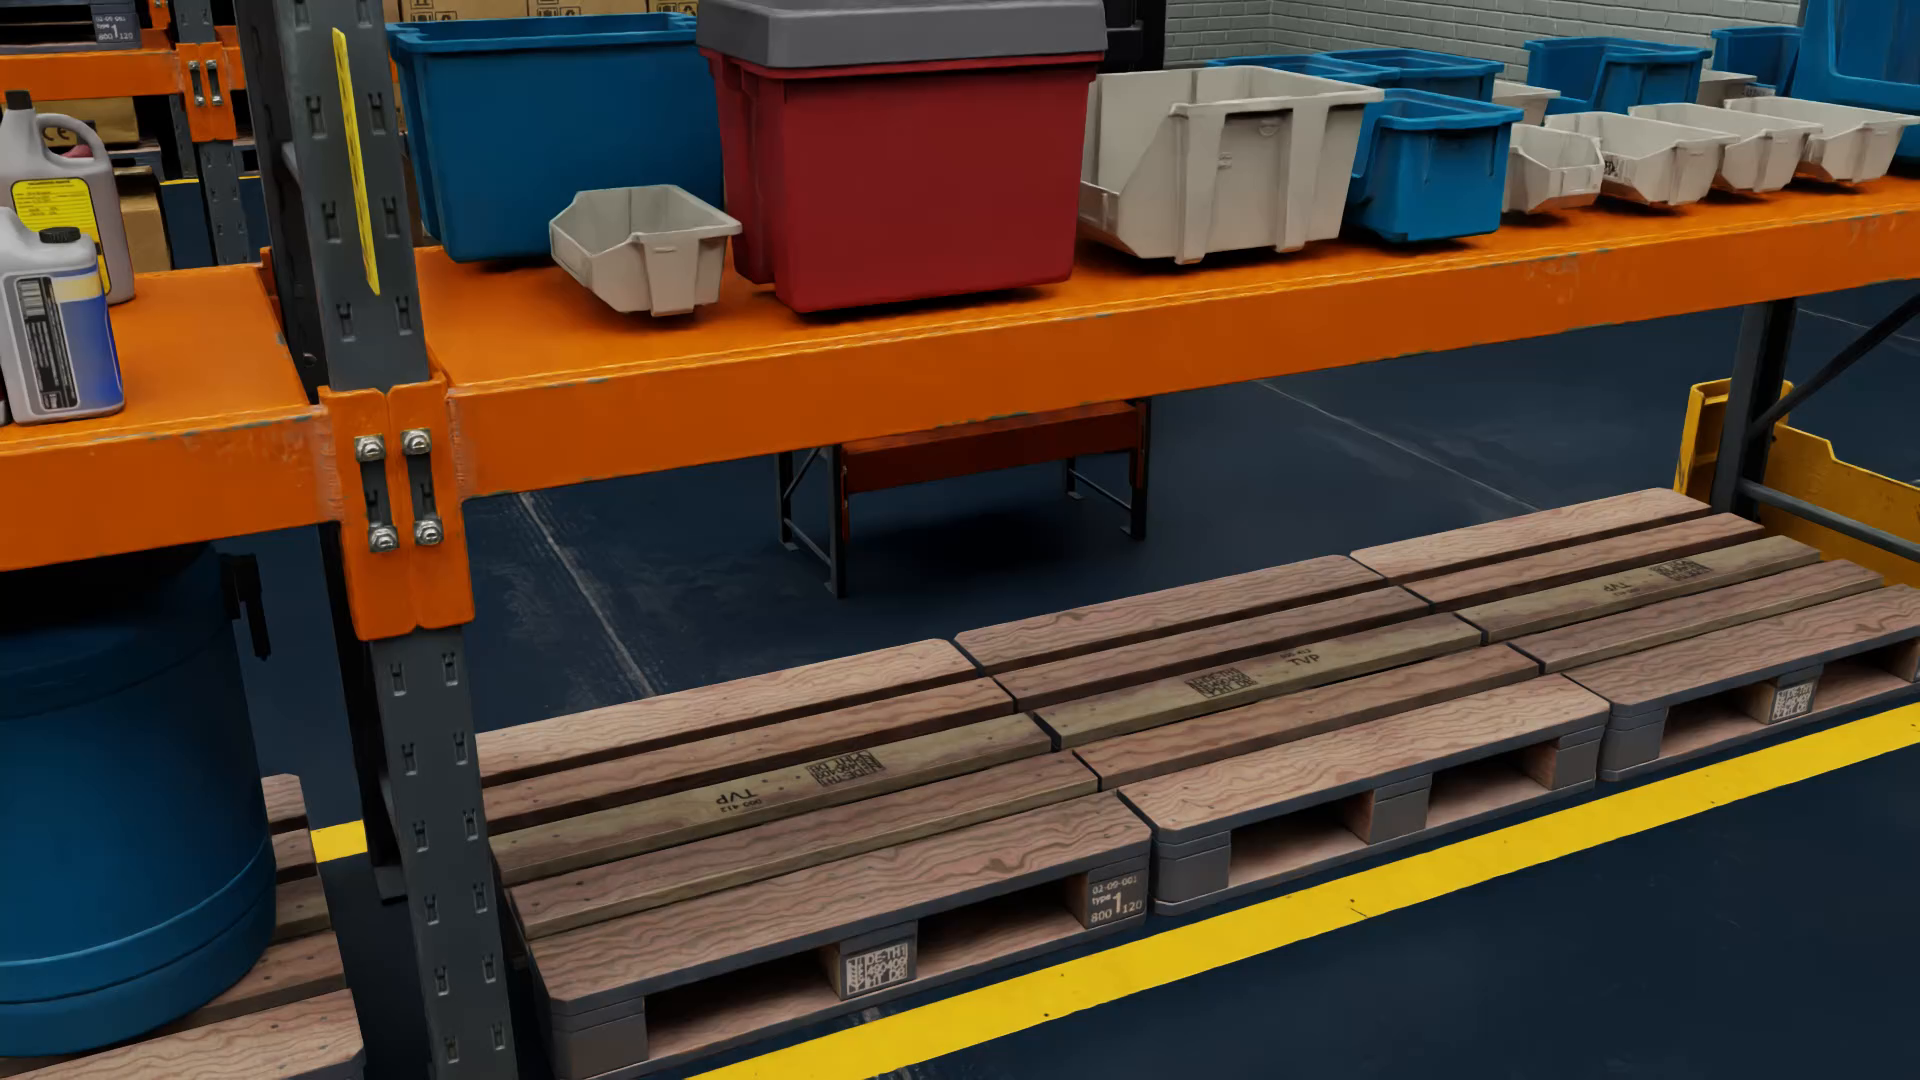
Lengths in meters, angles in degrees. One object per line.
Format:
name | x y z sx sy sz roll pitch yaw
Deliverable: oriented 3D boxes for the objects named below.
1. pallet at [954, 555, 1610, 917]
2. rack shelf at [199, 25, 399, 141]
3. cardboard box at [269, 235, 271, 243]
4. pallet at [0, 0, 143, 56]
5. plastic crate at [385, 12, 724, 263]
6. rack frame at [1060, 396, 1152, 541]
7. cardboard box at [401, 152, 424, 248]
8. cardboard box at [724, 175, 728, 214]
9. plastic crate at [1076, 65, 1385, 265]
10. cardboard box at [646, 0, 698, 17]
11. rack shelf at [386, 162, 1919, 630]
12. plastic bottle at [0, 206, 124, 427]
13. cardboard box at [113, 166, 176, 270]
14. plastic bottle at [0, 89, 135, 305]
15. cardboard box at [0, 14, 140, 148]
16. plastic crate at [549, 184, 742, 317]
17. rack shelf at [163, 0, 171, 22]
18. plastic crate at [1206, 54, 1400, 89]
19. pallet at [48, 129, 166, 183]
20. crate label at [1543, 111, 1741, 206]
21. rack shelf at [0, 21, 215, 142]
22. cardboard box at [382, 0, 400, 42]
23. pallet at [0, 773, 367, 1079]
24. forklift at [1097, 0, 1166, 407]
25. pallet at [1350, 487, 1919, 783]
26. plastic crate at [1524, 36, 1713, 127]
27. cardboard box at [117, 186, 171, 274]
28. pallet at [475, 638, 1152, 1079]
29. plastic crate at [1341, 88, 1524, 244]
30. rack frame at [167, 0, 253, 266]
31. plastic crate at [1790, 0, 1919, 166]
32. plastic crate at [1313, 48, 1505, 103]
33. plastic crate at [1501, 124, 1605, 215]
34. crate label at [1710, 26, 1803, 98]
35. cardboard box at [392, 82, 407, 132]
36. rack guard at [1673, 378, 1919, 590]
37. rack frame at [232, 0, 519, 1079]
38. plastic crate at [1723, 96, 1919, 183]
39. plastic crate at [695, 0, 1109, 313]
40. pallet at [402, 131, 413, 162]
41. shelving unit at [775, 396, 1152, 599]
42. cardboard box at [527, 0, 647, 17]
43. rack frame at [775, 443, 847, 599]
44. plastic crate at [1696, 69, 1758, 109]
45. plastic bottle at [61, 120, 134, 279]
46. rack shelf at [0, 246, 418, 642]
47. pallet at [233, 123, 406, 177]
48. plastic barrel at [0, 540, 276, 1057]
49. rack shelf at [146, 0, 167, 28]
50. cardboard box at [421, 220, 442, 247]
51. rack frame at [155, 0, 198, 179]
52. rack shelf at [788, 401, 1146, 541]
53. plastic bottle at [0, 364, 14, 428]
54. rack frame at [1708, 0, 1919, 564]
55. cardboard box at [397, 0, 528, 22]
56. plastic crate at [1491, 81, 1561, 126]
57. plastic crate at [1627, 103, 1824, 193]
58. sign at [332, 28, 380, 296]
pallet | 0.734 0.403 4.000 1.213 0.211 1.003 -10 25 -24
rack shelf | -1.355 -2.253 7.711 4.000 0.370 1.077 -10 25 -24
cardboard box | -2.685 -1.210 7.190 0.500 0.311 0.500 -10 25 -24
pallet | -3.925 -2.070 6.579 1.213 0.211 1.003 -10 25 -24
plastic crate | -0.740 -0.761 3.109 0.575 0.384 0.392 -10 25 -24
rack frame | 0.464 -0.605 5.241 0.032 1.125 0.500 -10 25 -24
cardboard box | -2.767 -1.494 7.631 0.500 0.500 0.500 -10 25 -24
cardboard box | -1.467 -1.617 7.923 0.637 0.503 0.797 -10 25 -24
plastic crate | 0.444 -0.709 3.116 0.530 0.282 0.437 -10 25 -24
cardboard box | -1.210 -2.543 7.342 0.500 0.500 0.500 -11 25 -24
rack shelf | 0.790 -0.545 3.586 4.000 0.370 1.077 -10 25 -24
plastic bottle | -1.227 -0.312 2.243 0.135 0.276 0.152 -10 25 -24
cardboard box | -3.699 -1.306 7.175 0.500 0.500 0.500 -12 25 -26
plastic bottle | -1.506 -0.570 2.769 0.185 0.351 0.144 -10 25 -24
cardboard box | -5.838 -3.008 10.857 0.750 0.750 0.750 -10 25 -23
plastic crate | -0.531 -0.480 2.753 0.243 0.136 0.396 -10 25 -24
rack shelf | -3.507 -3.959 11.834 4.000 0.370 1.077 -10 25 -24
plastic crate | 0.770 -0.964 3.797 0.300 0.233 0.416 -10 25 -24
pallet | -5.972 -2.518 11.056 1.213 0.211 1.003 -10 25 -24
crate label | 1.428 -0.820 3.575 0.243 0.136 0.396 -10 25 -24
rack shelf | -4.959 -1.589 6.108 4.000 0.370 1.077 -10 25 -24
cardboard box | -2.580 -2.290 6.730 0.500 0.500 0.500 -10 24 -22
pallet | -1.726 0.856 2.906 1.213 0.211 1.003 -10 25 -24
forklift | 0.311 -2.256 6.868 1.130 2.935 3.031 3 23 7
pallet | 1.832 0.203 4.485 1.213 0.211 1.003 -10 25 -24
plastic crate | 1.634 -1.123 4.182 0.300 0.233 0.416 -10 25 -24
cardboard box | -3.478 -1.121 6.730 0.500 0.500 0.500 -11 25 -24
pallet | -0.367 0.607 3.507 1.213 0.211 1.003 -10 25 -24
plastic crate | 0.853 -0.731 3.234 0.300 0.233 0.416 -10 25 -24
rack frame | -3.157 -2.254 6.772 0.127 3.000 1.000 -10 25 -24
plastic crate | 2.371 -1.133 3.942 0.499 0.435 0.616 -10 25 -24
plastic crate | 1.040 -1.014 3.918 0.300 0.233 0.416 -10 25 -24
plastic crate | 1.169 -0.764 3.441 0.250 0.136 0.298 -10 25 -24
crate label | 2.227 -1.232 4.445 0.303 0.233 0.416 -10 25 -24
cardboard box | -4.137 -3.170 11.705 0.500 0.500 0.700 -11 25 -24
rack guard | 2.608 -0.063 4.748 0.348 0.500 1.175 -10 25 -24
rack frame | -1.012 -0.546 2.647 0.127 3.000 1.000 -10 25 -24
plastic crate | 1.936 -0.918 3.811 0.243 0.136 0.396 -10 25 -24
plastic crate | -0.099 -0.665 2.772 0.583 0.464 0.402 -10 25 -24
pallet | -3.489 -2.975 12.160 1.213 0.211 1.003 -10 25 -24
shelving unit | 0.006 -0.521 5.038 1.048 1.125 0.538 -10 25 -24
cardboard box | -1.668 -2.459 7.137 0.500 0.500 0.500 -11 25 -24
rack frame | -0.452 -0.437 4.834 0.032 1.125 0.500 -10 25 -24
plastic crate | 1.902 -1.163 4.404 0.298 0.136 0.250 -10 25 -24
plastic bottle | -1.528 -0.578 2.877 0.133 0.283 0.061 -10 25 -24
rack shelf | -2.814 0.118 1.983 4.000 0.370 1.077 -10 25 -24
pallet | -4.590 -2.771 11.668 1.213 0.211 1.003 -10 25 -24
plastic barrel | -1.510 0.314 2.764 0.708 0.901 0.600 -10 25 -24
rack shelf | -7.111 -3.296 10.231 4.000 0.370 1.077 -10 25 -24
cardboard box | -2.455 -1.415 7.898 0.250 0.149 0.380 -10 25 -24
rack frame | -5.309 -3.960 10.895 0.127 3.000 1.000 -10 25 -24
rack shelf | 0.006 -0.295 5.131 1.000 0.278 0.538 -10 25 -24
plastic bottle | -1.320 -0.249 2.188 0.097 0.201 0.097 0 22 0
rack frame | 2.592 -1.209 4.250 0.127 3.000 1.000 -10 25 -24
cardboard box | -2.120 -2.376 6.938 0.500 0.500 0.500 -10 24 -23
plastic crate | 1.291 -1.051 4.132 0.298 0.136 0.250 -10 25 -24
plastic crate | 1.668 -0.874 3.707 0.243 0.136 0.396 -10 25 -24
sign | -0.775 -0.484 2.135 0.005 0.325 0.100 -10 25 -24
